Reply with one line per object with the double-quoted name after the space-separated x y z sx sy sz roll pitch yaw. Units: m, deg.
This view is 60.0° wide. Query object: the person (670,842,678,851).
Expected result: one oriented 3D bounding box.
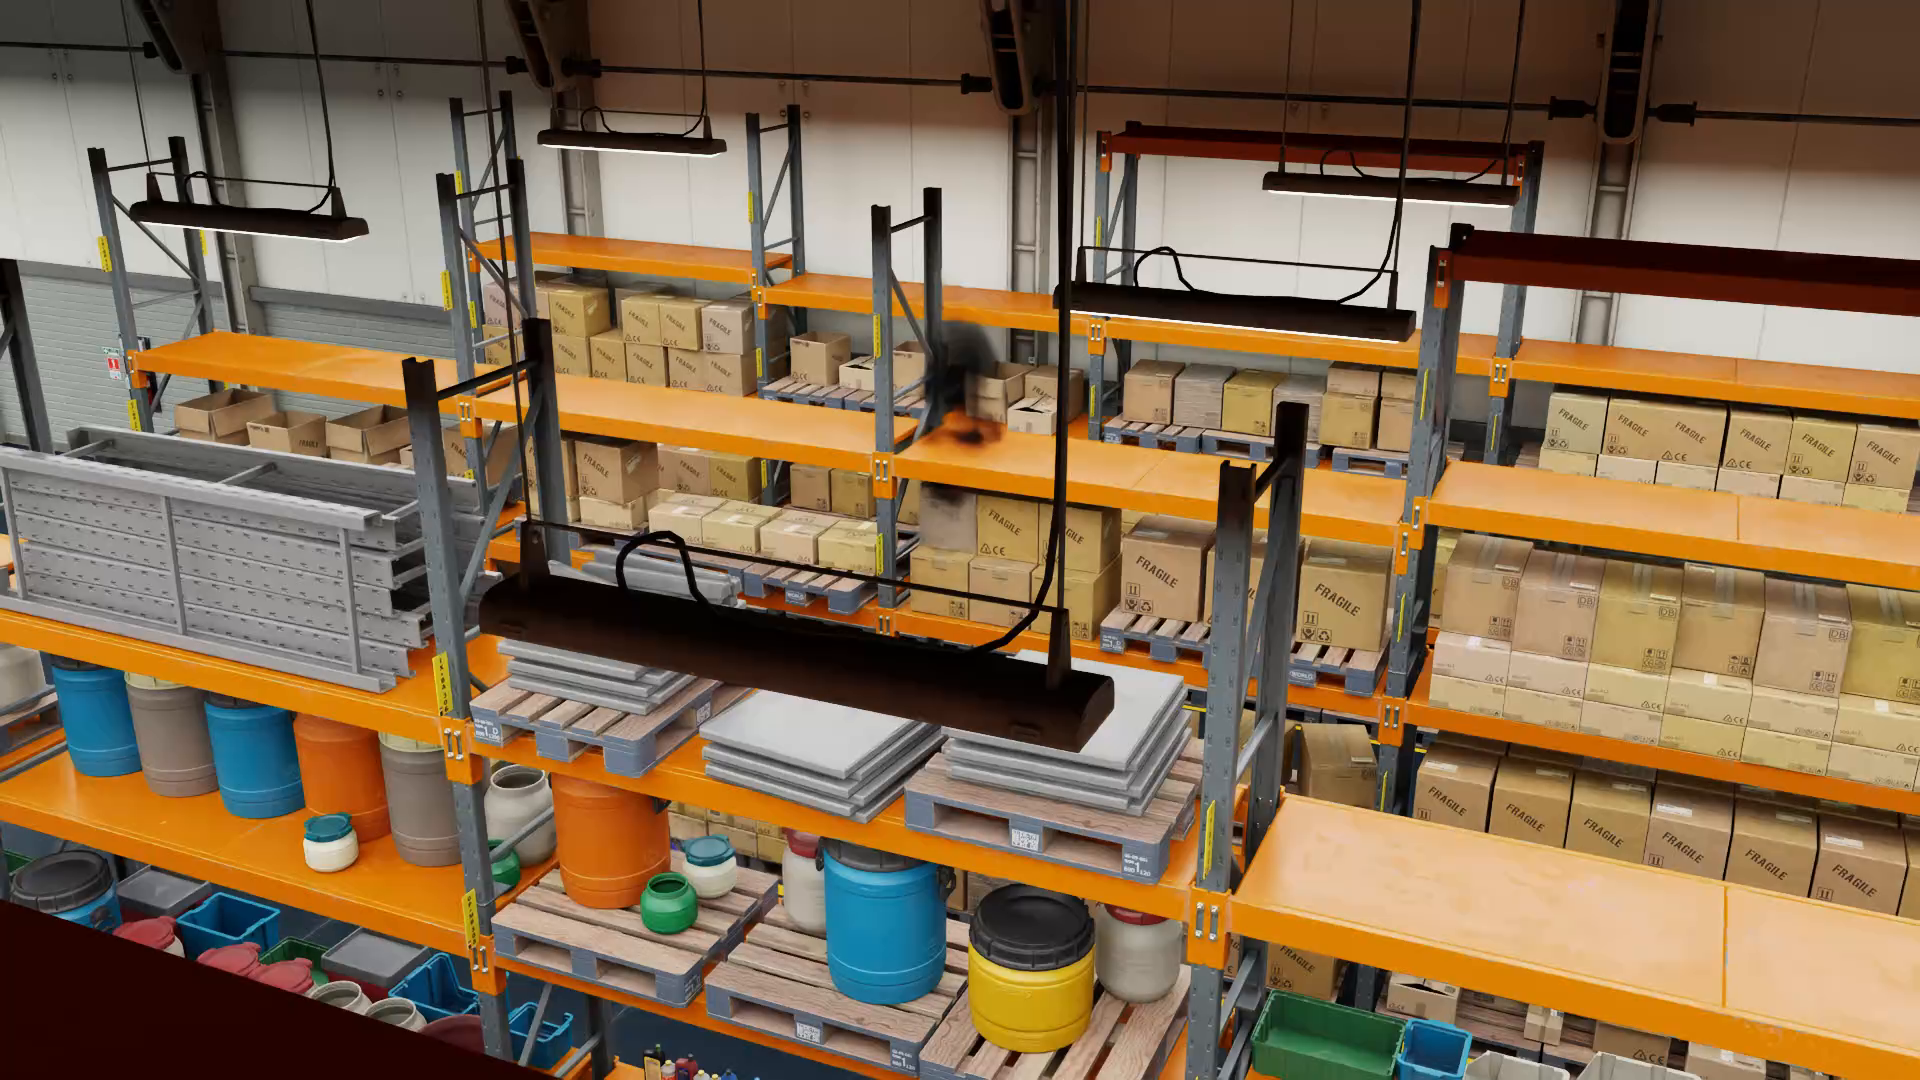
-2.282 2.870 12.756 0.588 1.609 0.563 5 21 13 "person"
